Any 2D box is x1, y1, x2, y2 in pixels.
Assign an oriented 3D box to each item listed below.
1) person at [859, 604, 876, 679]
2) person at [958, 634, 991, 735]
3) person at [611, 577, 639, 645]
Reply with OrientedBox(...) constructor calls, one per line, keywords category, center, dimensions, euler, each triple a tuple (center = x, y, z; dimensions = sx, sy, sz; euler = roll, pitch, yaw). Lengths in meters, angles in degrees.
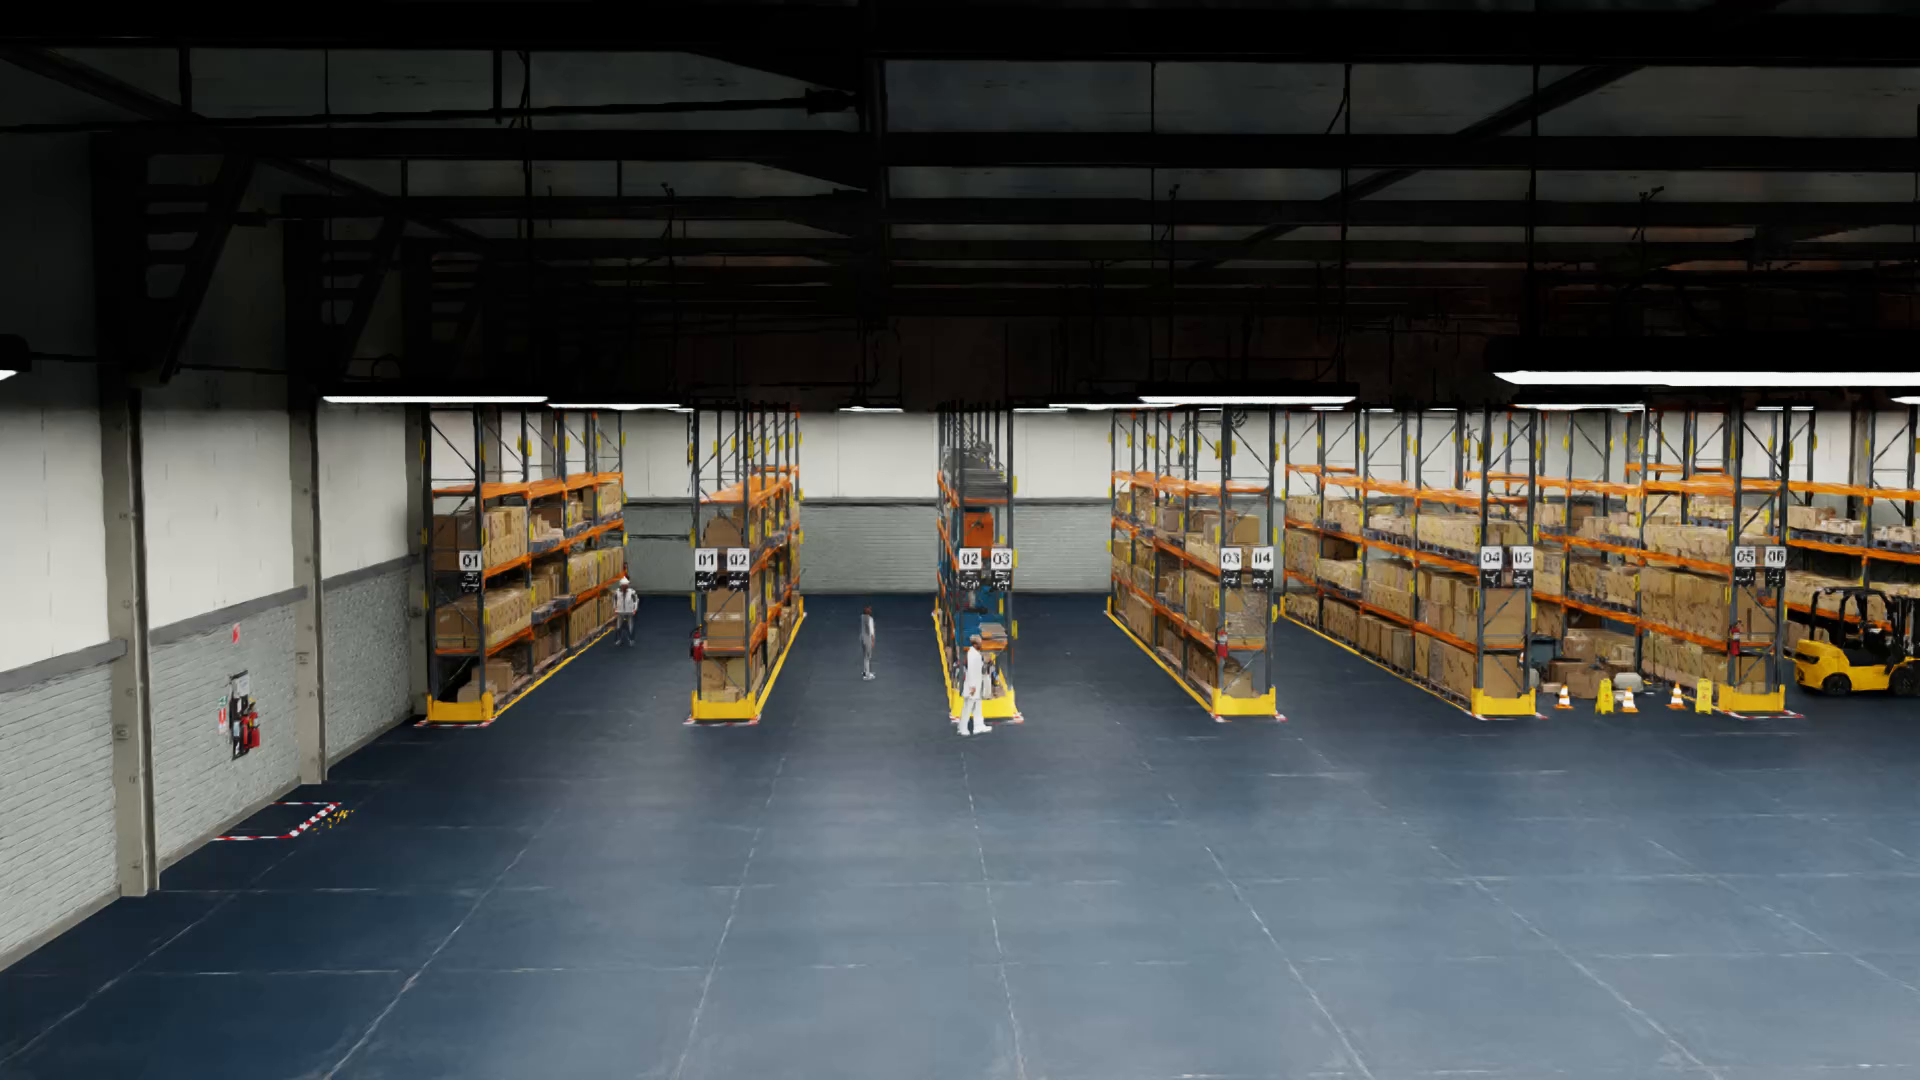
OrientedBox(category="person", center=(-1.972, 2.186, 35.911), dimensions=(0.406, 1.600, 0.468), euler=(-3, 5, -32))
OrientedBox(category="person", center=(0.245, 2.572, 29.730), dimensions=(0.543, 1.777, 0.695), euler=(1, 4, 10))
OrientedBox(category="person", center=(-8.259, 1.755, 41.013), dimensions=(0.676, 1.726, 0.574), euler=(0, 4, -4))
